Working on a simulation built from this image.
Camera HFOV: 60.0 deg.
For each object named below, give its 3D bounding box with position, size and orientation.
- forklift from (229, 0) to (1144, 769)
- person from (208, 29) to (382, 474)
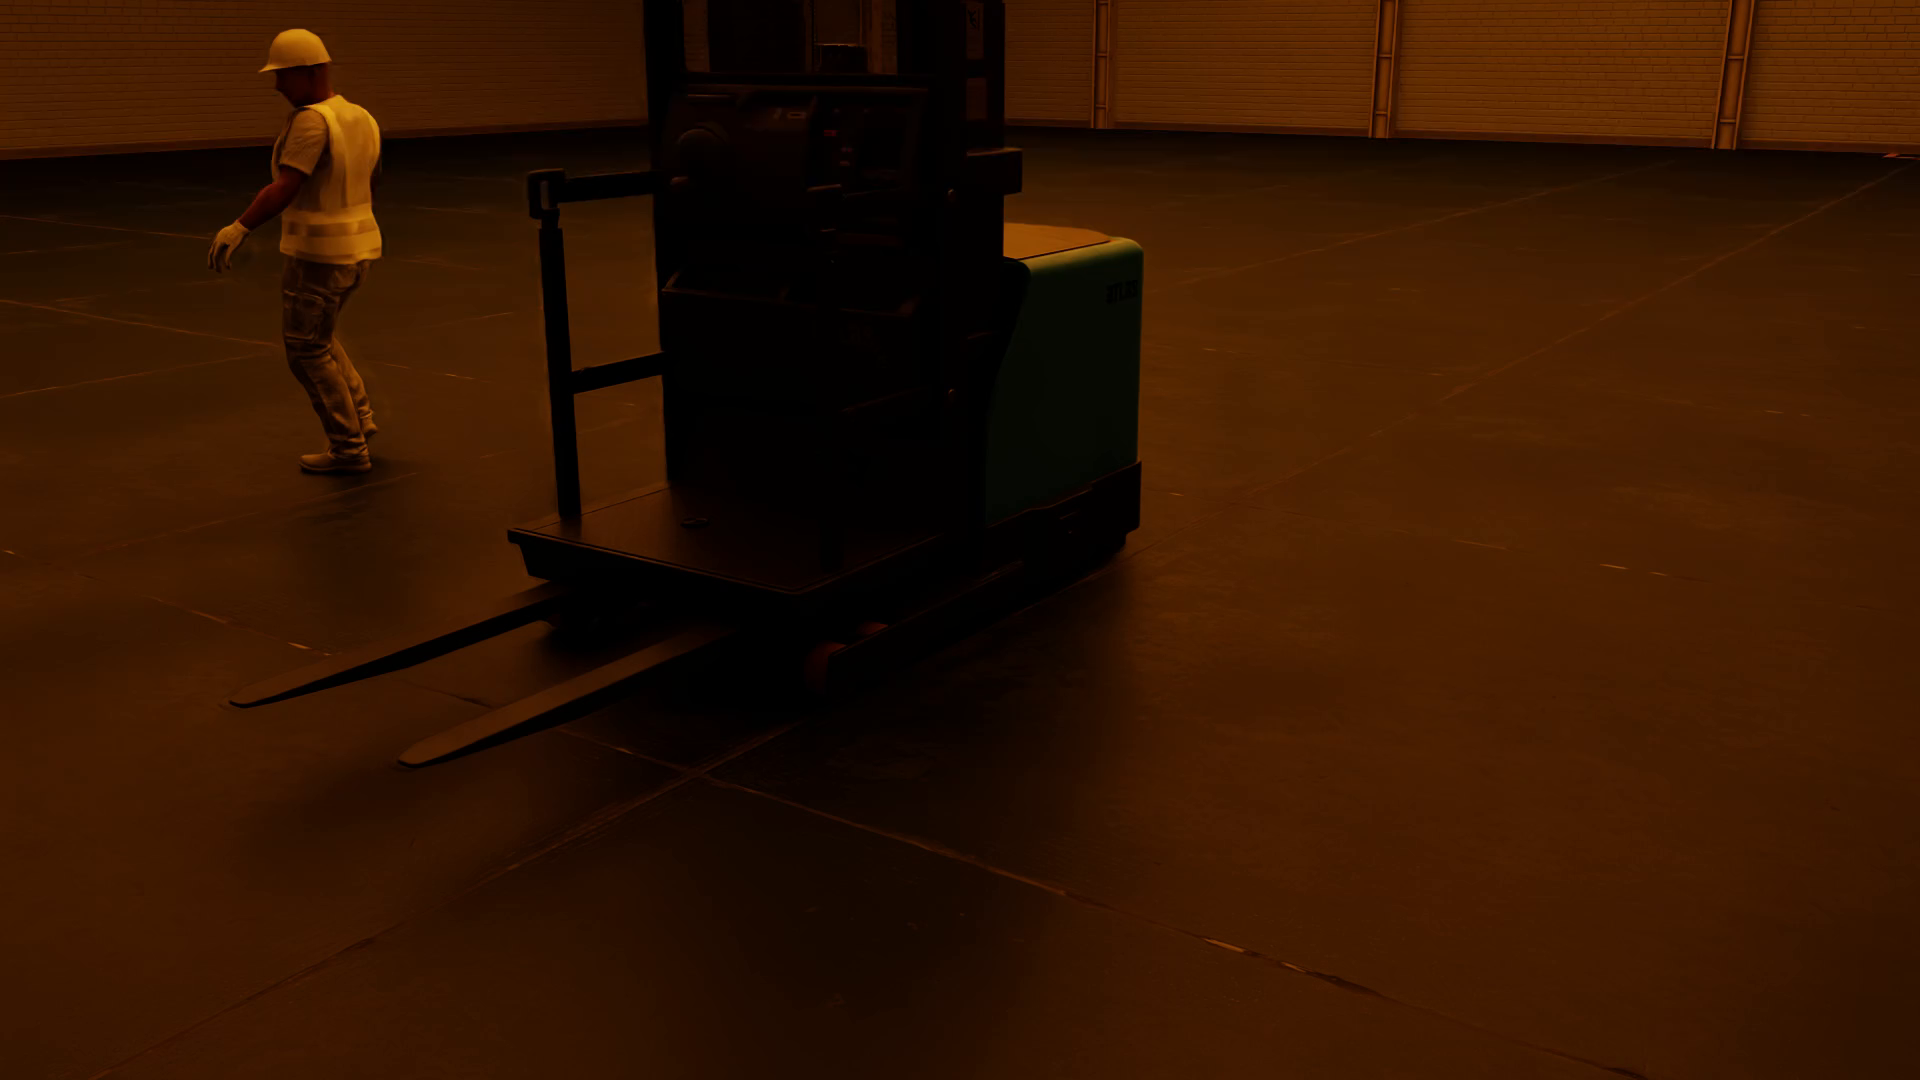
[{"bbox_3d":[-0.603,-1.120,4.579,1.130,2.935,3.031,11,20,32],"label":"forklift"},{"bbox_3d":[-2.606,-1.127,6.708,0.488,1.788,0.913,3,17,10],"label":"person"}]
